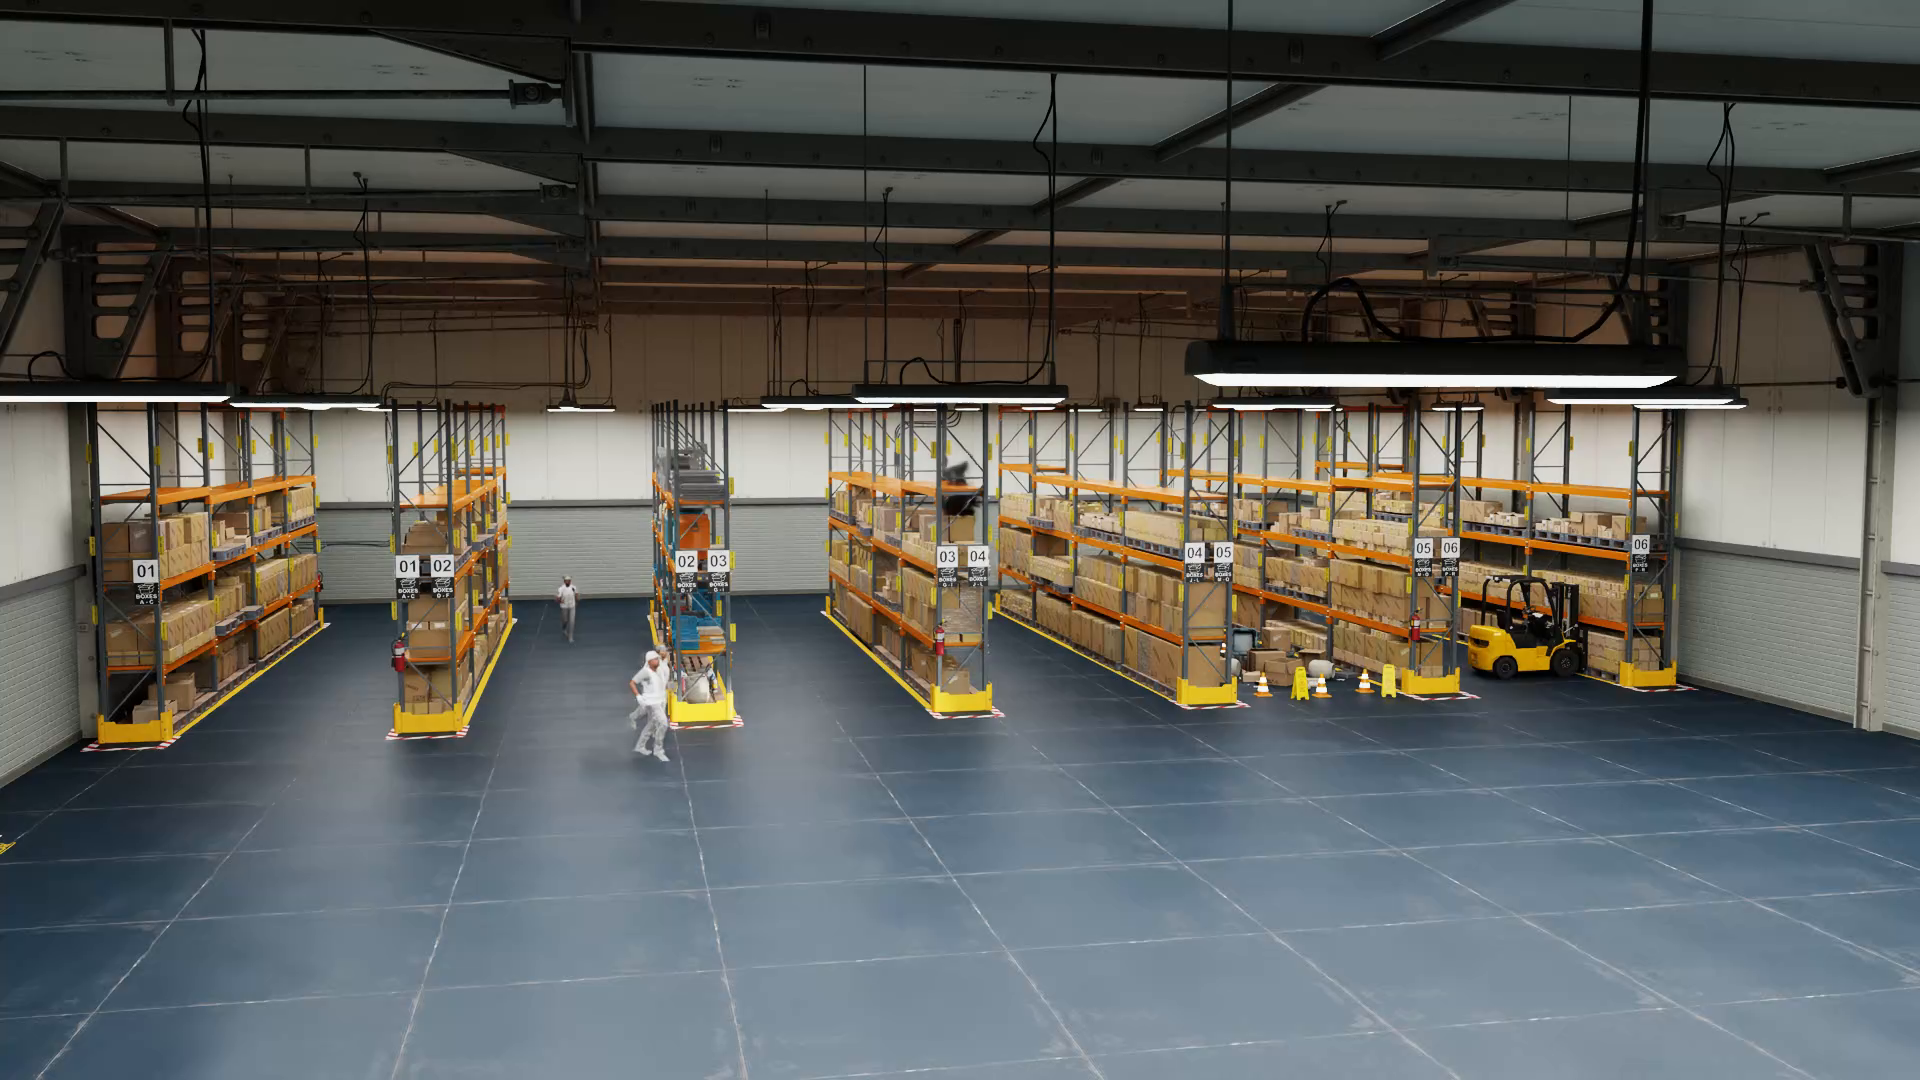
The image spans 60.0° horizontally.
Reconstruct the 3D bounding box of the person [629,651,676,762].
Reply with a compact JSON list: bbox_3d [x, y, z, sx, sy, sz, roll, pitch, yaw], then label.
[{"bbox_3d":[-5.075,2.753,27.582,0.775,1.839,0.664,1,4,13],"label":"person"}]

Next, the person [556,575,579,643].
[{"bbox_3d":[-9.929,1.720,42.135,0.579,1.700,0.859,-2,5,-22],"label":"person"}]

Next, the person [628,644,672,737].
[{"bbox_3d":[-5.489,2.681,29.870,0.851,1.623,0.658,4,6,44],"label":"person"}]
